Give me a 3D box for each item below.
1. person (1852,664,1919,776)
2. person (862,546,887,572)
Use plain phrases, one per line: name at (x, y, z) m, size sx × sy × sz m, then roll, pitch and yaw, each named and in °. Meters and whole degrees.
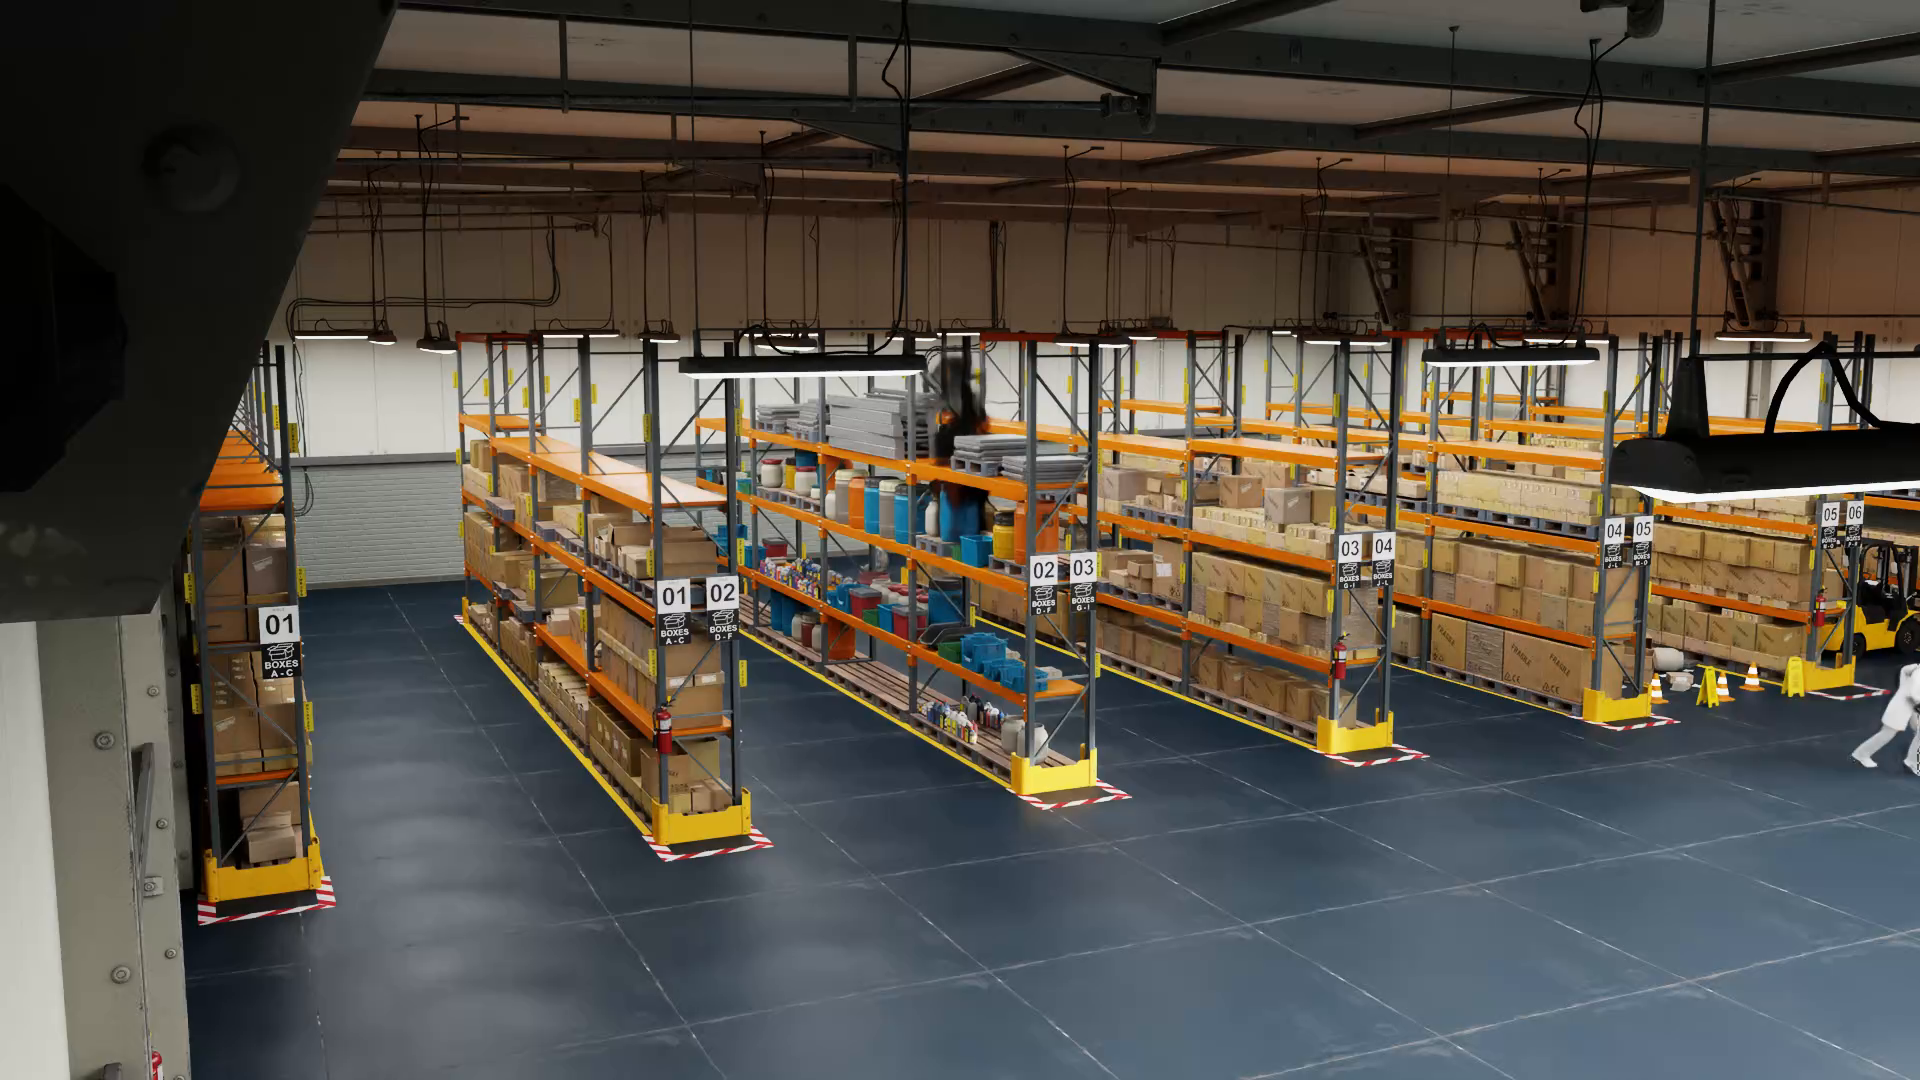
person at (13.034, 2.429, 23.084) m, size 1.072 × 1.738 × 0.753 m, roll 5°, pitch 9°, yaw 33°
person at (-1.932, 0.219, 39.254) m, size 0.838 × 1.711 × 0.680 m, roll -4°, pitch 9°, yaw -25°
